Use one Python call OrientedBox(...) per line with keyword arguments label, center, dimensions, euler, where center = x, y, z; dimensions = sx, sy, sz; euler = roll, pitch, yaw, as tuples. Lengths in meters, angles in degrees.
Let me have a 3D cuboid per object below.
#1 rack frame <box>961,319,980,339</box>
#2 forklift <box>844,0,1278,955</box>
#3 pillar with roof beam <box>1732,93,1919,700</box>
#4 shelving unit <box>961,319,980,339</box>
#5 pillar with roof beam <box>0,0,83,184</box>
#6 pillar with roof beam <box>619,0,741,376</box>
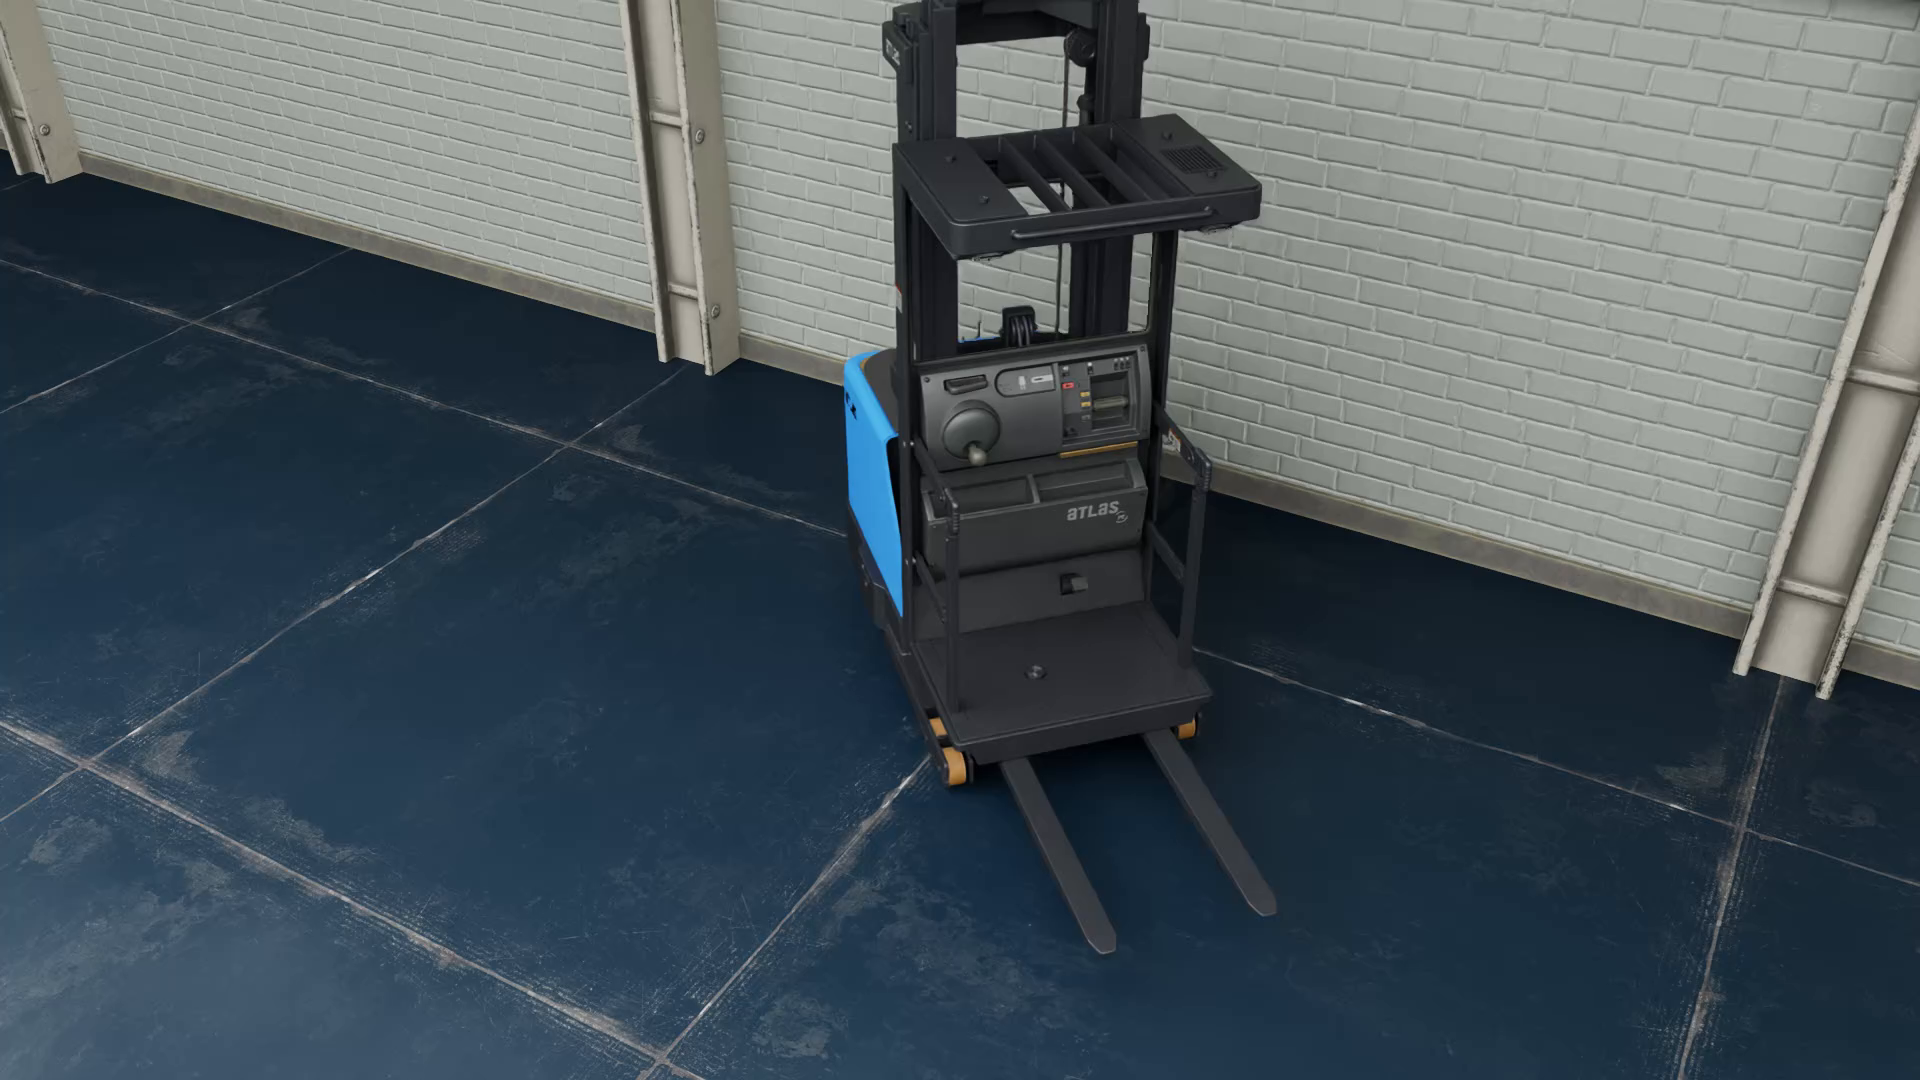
OrientedBox(label="rack frame", center=(0.049, -0.564, 8.150), dimensions=(0.008, 1.050, 0.200), euler=(14, 36, 21))
OrientedBox(label="forklift", center=(0.367, -0.468, 6.308), dimensions=(1.130, 2.935, 3.031), euler=(-9, 35, -14))
OrientedBox(label="pillar with roof beam", center=(1.535, -1.108, 1.794), dimensions=(0.400, 9.000, 9.100), euler=(18, 37, 24))
OrientedBox(label="shelving unit", center=(-0.062, -0.593, 8.193), dimensions=(0.252, 1.050, 0.215), euler=(14, 36, 21))
OrientedBox(label="pillar with roof beam", center=(-8.884, -4.408, 6.750), dimensions=(0.400, 9.000, 9.100), euler=(18, 37, 24))
OrientedBox(label="pillar with roof beam", center=(-3.675, -2.758, 4.272), dimensions=(0.400, 9.000, 9.100), euler=(18, 37, 24))
